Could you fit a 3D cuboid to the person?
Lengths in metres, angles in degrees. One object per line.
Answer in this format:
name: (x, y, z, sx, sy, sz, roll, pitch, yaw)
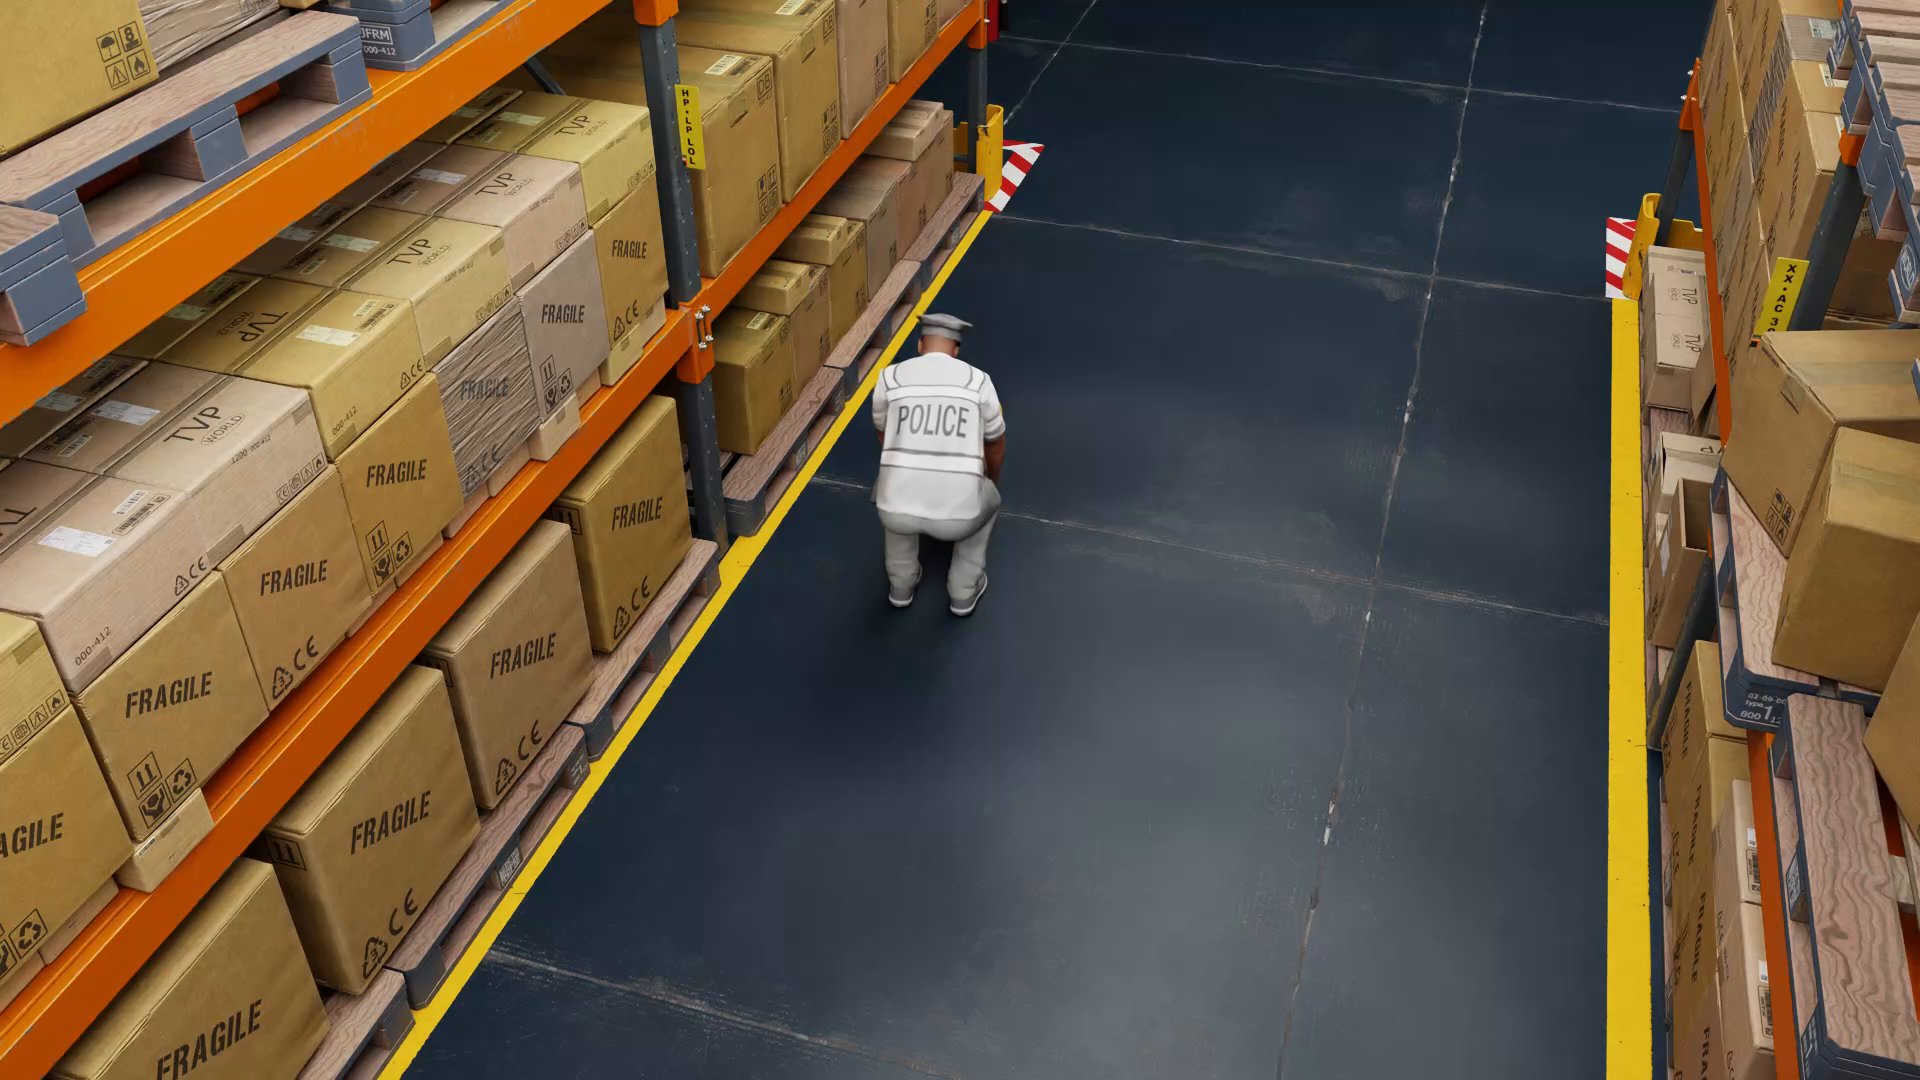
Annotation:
person: (-0.118, -0.304, 7.044, 0.575, 1.165, 0.904, 7, 37, 9)
